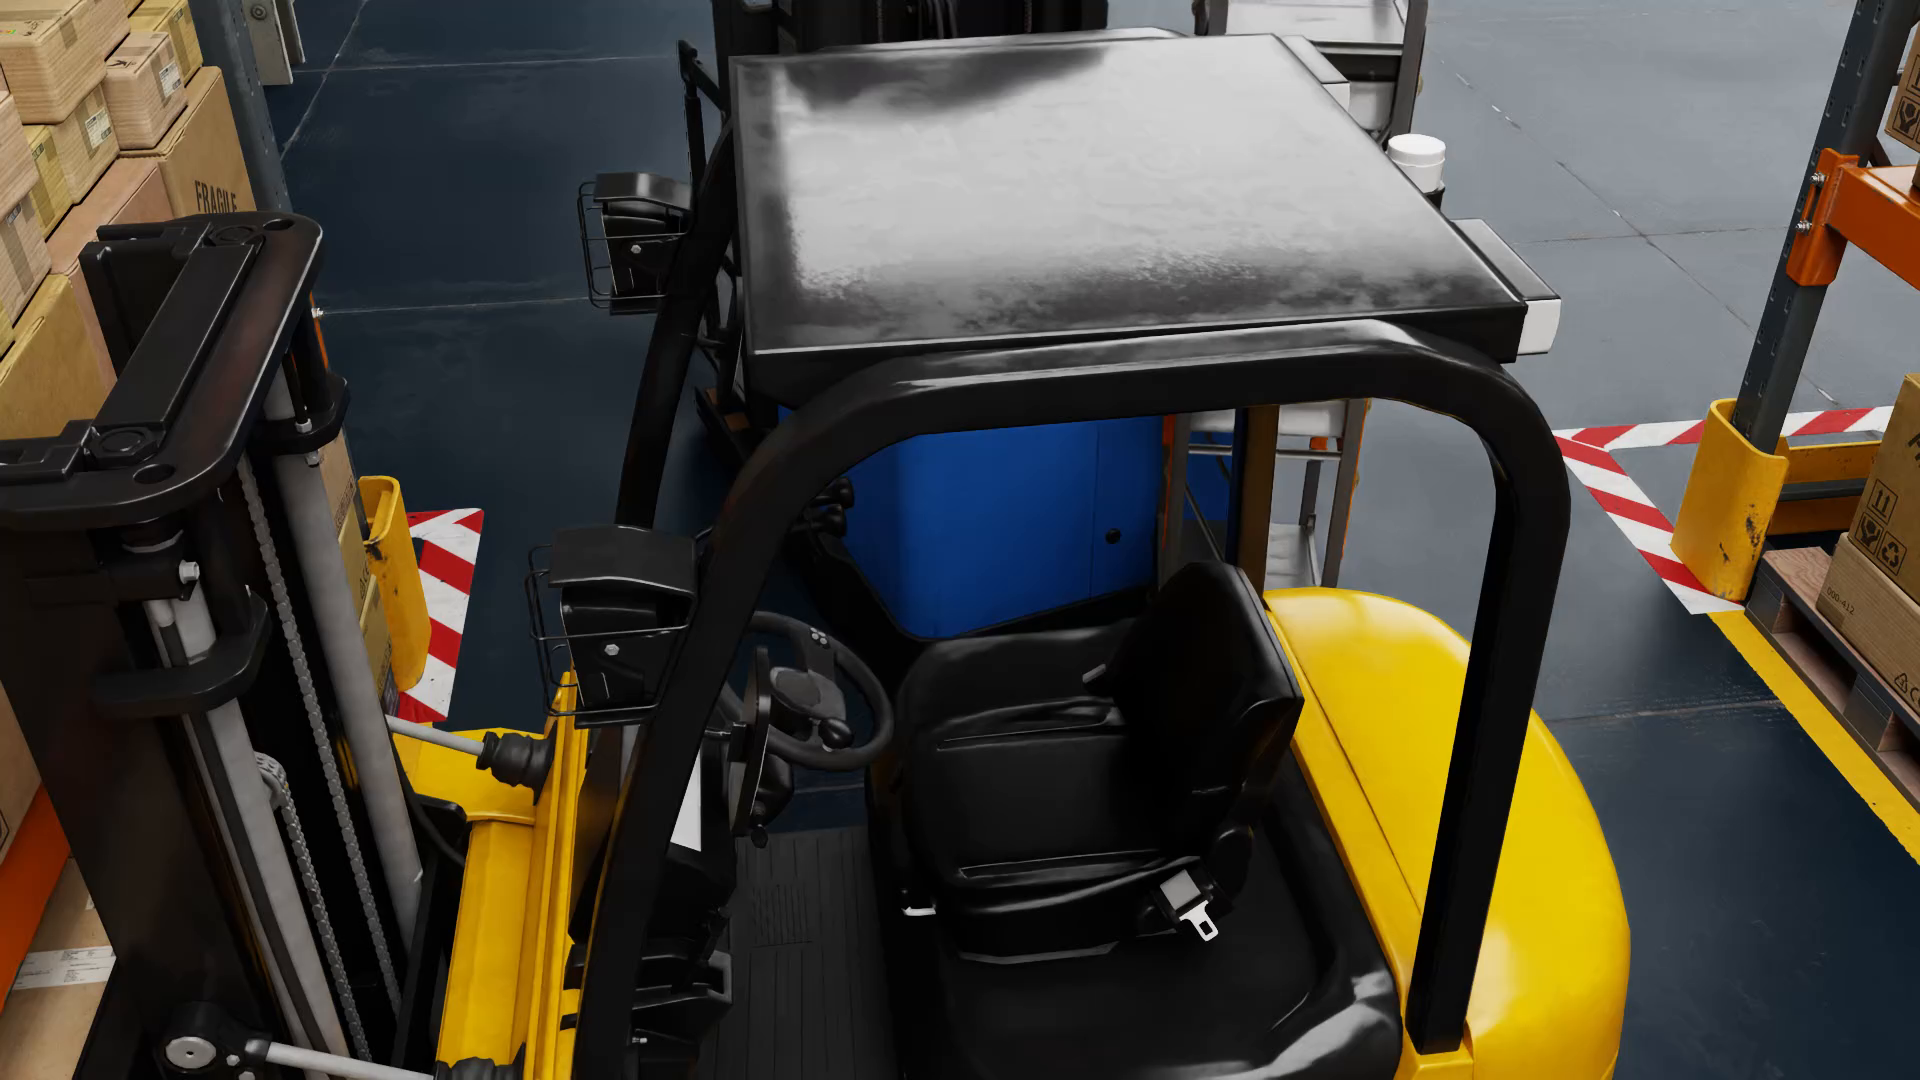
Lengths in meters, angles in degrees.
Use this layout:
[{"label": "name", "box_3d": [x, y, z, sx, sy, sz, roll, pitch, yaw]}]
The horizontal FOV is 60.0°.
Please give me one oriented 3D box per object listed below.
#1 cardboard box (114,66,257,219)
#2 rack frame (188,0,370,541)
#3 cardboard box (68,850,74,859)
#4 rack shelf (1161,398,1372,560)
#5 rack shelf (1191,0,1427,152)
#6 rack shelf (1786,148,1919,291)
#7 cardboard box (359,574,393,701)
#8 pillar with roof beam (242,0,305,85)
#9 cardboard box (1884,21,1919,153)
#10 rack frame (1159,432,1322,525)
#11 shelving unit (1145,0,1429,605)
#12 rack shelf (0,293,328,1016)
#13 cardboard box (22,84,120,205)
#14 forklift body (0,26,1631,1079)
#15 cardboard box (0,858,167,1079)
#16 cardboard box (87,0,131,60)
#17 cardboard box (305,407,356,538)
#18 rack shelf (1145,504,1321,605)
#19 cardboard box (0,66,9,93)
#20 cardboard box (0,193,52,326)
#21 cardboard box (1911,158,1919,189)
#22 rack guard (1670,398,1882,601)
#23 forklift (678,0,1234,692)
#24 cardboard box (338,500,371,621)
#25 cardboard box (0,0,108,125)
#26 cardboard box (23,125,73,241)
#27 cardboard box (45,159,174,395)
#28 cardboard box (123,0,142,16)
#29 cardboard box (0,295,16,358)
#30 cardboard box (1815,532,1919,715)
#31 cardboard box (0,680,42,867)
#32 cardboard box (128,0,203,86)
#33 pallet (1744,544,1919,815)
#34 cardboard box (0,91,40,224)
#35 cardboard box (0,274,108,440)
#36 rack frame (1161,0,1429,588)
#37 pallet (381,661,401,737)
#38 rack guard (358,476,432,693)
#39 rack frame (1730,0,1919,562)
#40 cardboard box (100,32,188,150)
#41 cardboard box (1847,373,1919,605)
[{"label": "cardboard box", "box_3d": [-1.780, -0.643, 3.440, 0.500, 0.500, 0.500, -5, 35, -7]}, {"label": "rack frame", "box_3d": [-2.106, -0.856, 3.842, 1.000, 3.000, 0.127, -4, 35, -6]}, {"label": "cardboard box", "box_3d": [-1.583, 0.492, 3.045, 0.500, 0.250, 0.500, -4, 34, -6]}, {"label": "rack shelf", "box_3d": [0.694, -0.313, 3.870, 0.431, 0.518, 0.480, 3, 34, 5]}, {"label": "rack shelf", "box_3d": [0.694, -0.892, 3.475, 0.431, 0.518, 0.480, 3, 34, 5]}, {"label": "rack shelf", "box_3d": [3.081, 0.179, 2.962, 1.077, 0.370, 4.000, -4, 35, -6]}, {"label": "cardboard box", "box_3d": [-1.730, 0.345, 4.149, 0.500, 0.250, 0.500, -4, 34, -6]}, {"label": "pillar with roof beam", "box_3d": [0.553, -6.552, 6.874, 9.100, 9.000, 0.400, -4, 35, -6]}, {"label": "cardboard box", "box_3d": [2.601, -1.113, 3.866, 0.500, 0.500, 0.500, -5, 35, -7]}, {"label": "rack frame", "box_3d": [0.717, -0.462, 4.063, 0.400, 2.100, 0.015, 3, 34, 5]}, {"label": "shelving unit", "box_3d": [0.694, -0.325, 3.862, 0.431, 2.100, 0.503, 3, 34, 5]}, {"label": "rack shelf", "box_3d": [-1.837, 0.557, 2.407, 1.077, 0.370, 4.000, -4, 35, -6]}, {"label": "cardboard box", "box_3d": [-1.744, -0.703, 2.954, 0.380, 0.149, 0.250, -4, 34, -5]}, {"label": "forklift body", "box_3d": [-0.043, 0.415, 2.731, 2.313, 2.155, 1.214, -4, 35, -6]}, {"label": "cardboard box", "box_3d": [-1.522, 0.776, 2.629, 0.500, 0.250, 0.500, -5, 35, -7]}, {"label": "cardboard box", "box_3d": [-1.785, -0.969, 3.079, 0.380, 0.149, 0.250, -4, 35, -6]}, {"label": "cardboard box", "box_3d": [-1.735, -0.073, 3.874, 0.500, 0.250, 0.500, -3, 34, -5]}, {"label": "rack shelf", "box_3d": [0.694, 0.265, 4.264, 0.431, 0.518, 0.480, 3, 34, 5]}, {"label": "cardboard box", "box_3d": [-1.763, -0.681, 2.656, 0.380, 0.149, 0.250, -4, 34, -6]}, {"label": "cardboard box", "box_3d": [-1.639, -0.419, 2.536, 0.380, 0.149, 0.250, -5, 35, -8]}, {"label": "cardboard box", "box_3d": [2.653, -0.925, 4.167, 0.380, 0.149, 0.250, -4, 35, -6]}, {"label": "rack guard", "box_3d": [2.822, -0.159, 5.039, 1.175, 0.500, 0.348, -4, 35, -6]}, {"label": "forklift", "box_3d": [-0.266, -1.569, 4.949, 1.130, 2.935, 3.031, -14, 37, -20]}, {"label": "cardboard box", "box_3d": [-1.731, 0.148, 3.994, 0.500, 0.250, 0.500, -5, 35, -7]}, {"label": "cardboard box", "box_3d": [-1.723, -0.825, 2.868, 0.380, 0.149, 0.250, -4, 34, -5]}, {"label": "cardboard box", "box_3d": [-1.722, -0.564, 2.749, 0.380, 0.149, 0.250, -5, 35, -7]}, {"label": "cardboard box", "box_3d": [-1.719, -0.352, 3.015, 0.500, 0.500, 0.500, -3, 34, -5]}, {"label": "cardboard box", "box_3d": [-1.849, -1.104, 3.278, 0.380, 0.149, 0.250, -4, 35, -6]}, {"label": "cardboard box", "box_3d": [-1.585, -0.279, 2.331, 0.380, 0.149, 0.250, -4, 34, -6]}, {"label": "cardboard box", "box_3d": [2.646, 0.200, 4.362, 0.500, 0.250, 0.500, -5, 35, -7]}, {"label": "cardboard box", "box_3d": [-1.571, 0.213, 2.185, 0.500, 0.500, 0.500, -4, 34, -6]}, {"label": "cardboard box", "box_3d": [-1.782, -0.993, 3.379, 0.380, 0.149, 0.250, -4, 34, -6]}, {"label": "pallet", "box_3d": [2.896, 0.417, 4.451, 1.003, 0.211, 1.213, -4, 35, -6]}, {"label": "cardboard box", "box_3d": [-1.618, -0.544, 2.455, 0.380, 0.149, 0.250, -4, 34, -5]}, {"label": "cardboard box", "box_3d": [-1.650, -0.066, 2.595, 0.500, 0.500, 0.500, -5, 35, -7]}, {"label": "rack frame", "box_3d": [0.670, -0.188, 3.661, 0.400, 2.100, 0.015, 3, 34, 5]}, {"label": "pallet", "box_3d": [-1.962, 0.720, 4.006, 1.003, 0.211, 1.213, -4, 35, -6]}, {"label": "rack guard", "box_3d": [-2.109, 0.164, 4.566, 1.175, 0.500, 0.348, -4, 35, -6]}, {"label": "rack frame", "box_3d": [2.812, -1.234, 4.397, 1.000, 3.000, 0.127, -4, 35, -6]}, {"label": "cardboard box", "box_3d": [-1.718, -0.853, 3.173, 0.380, 0.149, 0.250, -4, 34, -6]}, {"label": "cardboard box", "box_3d": [2.650, -0.097, 4.131, 0.500, 0.500, 0.500, -5, 35, -8]}]
